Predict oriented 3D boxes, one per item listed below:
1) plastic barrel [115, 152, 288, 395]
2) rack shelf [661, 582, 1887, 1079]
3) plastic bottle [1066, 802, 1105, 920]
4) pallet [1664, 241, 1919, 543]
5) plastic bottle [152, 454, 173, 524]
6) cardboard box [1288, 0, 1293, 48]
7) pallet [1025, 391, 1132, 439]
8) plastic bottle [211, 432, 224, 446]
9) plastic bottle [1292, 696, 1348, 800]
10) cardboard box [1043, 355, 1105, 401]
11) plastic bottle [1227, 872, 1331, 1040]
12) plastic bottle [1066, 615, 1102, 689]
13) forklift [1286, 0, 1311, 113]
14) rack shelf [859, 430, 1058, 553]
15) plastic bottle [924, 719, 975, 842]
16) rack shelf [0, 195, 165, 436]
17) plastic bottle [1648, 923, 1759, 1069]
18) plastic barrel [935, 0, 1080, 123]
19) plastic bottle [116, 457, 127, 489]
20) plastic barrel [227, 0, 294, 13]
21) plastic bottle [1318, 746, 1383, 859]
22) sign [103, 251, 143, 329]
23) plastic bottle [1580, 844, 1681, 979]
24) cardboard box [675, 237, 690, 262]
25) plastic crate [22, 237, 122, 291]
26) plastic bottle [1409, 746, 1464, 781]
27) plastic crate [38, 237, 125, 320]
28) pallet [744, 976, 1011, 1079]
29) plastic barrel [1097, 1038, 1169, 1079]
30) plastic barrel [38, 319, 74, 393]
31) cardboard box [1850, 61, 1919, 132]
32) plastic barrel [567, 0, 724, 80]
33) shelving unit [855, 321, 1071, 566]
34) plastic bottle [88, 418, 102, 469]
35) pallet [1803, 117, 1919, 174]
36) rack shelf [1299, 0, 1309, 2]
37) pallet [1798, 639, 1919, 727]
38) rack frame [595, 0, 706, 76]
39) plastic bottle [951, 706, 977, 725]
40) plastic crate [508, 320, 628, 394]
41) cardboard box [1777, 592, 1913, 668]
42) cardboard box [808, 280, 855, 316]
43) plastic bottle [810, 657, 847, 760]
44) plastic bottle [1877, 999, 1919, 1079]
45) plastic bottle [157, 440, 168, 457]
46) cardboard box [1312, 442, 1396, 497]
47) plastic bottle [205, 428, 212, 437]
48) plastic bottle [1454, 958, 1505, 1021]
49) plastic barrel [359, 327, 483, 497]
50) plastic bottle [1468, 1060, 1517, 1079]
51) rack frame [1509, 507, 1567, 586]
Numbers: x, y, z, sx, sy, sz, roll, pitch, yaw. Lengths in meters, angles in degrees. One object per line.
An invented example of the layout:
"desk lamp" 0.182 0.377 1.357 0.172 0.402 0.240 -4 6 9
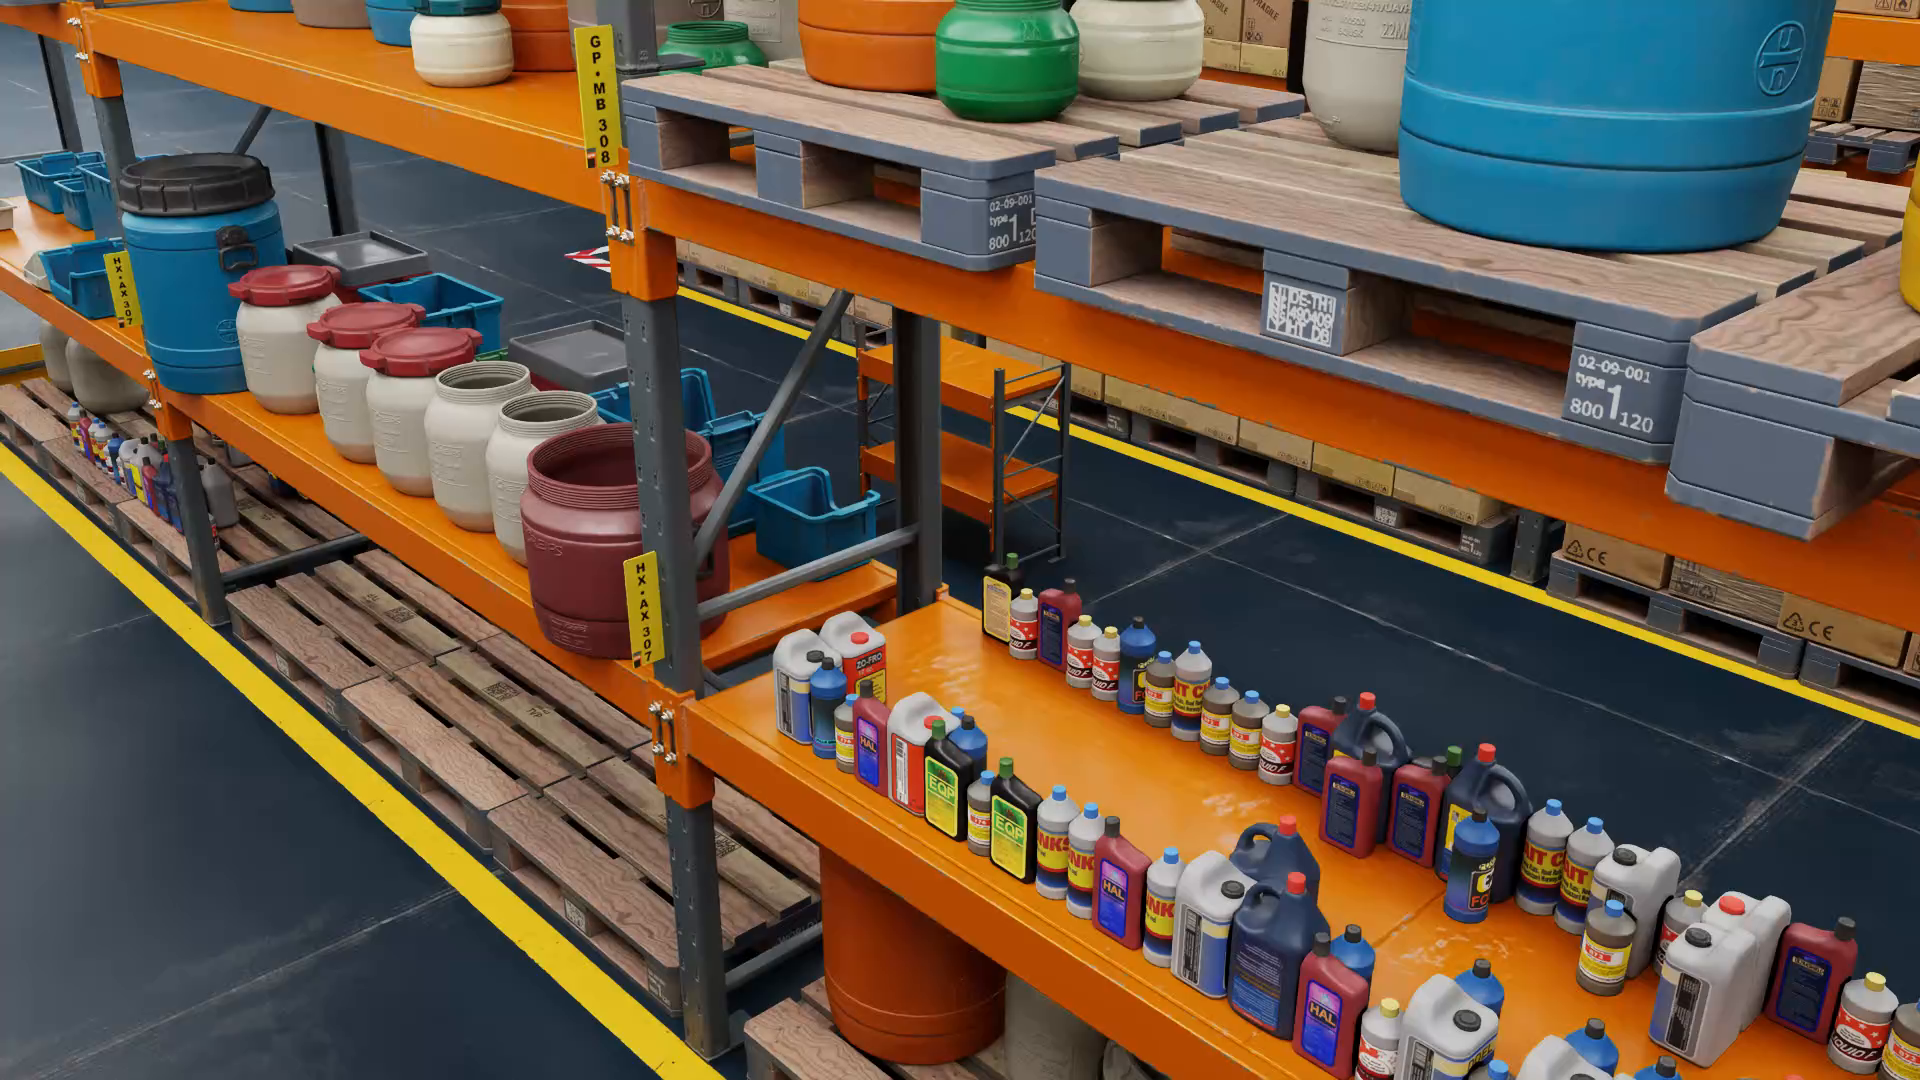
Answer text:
"plastic barrel" -3.152 -1.129 7.008 0.600 0.901 0.708 -21 32 -38
"rack shelf" 0.906 1.041 3.721 1.077 0.370 4.000 -21 32 -38
"plastic bottle" 0.290 0.712 3.731 0.097 0.271 0.097 0 25 0
"pallet" 1.666 -0.169 2.120 1.213 0.211 1.003 -21 32 -38
"plastic bottle" -3.976 -0.271 8.391 0.185 0.351 0.144 22 32 39
"cardboard box" 3.143 -4.402 14.038 0.500 0.500 0.500 -21 32 -39
"pallet" 0.956 -1.028 10.748 1.003 0.211 1.213 -21 32 -38
"plastic bottle" -4.184 -0.644 9.389 0.097 0.201 0.097 0 25 0
"plastic bottle" 0.909 0.508 4.162 0.061 0.283 0.133 -21 32 -38
"cardboard box" 0.867 -1.101 10.356 0.500 0.250 0.500 -20 31 -37
"plastic bottle" 0.653 0.822 3.393 0.144 0.351 0.185 -21 32 -38
"plastic bottle" 0.351 0.309 4.697 0.097 0.201 0.097 0 25 0
"forklift" 3.049 -2.845 11.455 1.130 2.935 3.031 -23 33 -40
"rack shelf" 0.005 -0.287 8.614 0.538 0.278 1.000 -21 32 -38
"plastic bottle" -0.026 0.577 4.012 0.061 0.283 0.133 -21 32 -38
"rack shelf" -4.561 -1.383 9.034 1.077 0.370 4.000 -21 32 -38
"plastic bottle" 1.491 0.890 3.334 0.152 0.276 0.135 -21 32 -38
"plastic barrel" 0.096 -0.991 3.376 0.294 0.245 0.294 0 25 0
"plastic bottle" -4.406 -0.379 8.809 0.097 0.201 0.097 0 25 0
"plastic barrel" -2.688 -2.605 6.627 0.600 0.901 0.708 -21 32 -38
"plastic bottle" 0.930 0.605 3.950 0.061 0.283 0.133 -21 32 -38
"sign" -3.604 -1.078 7.165 0.100 0.325 0.005 -21 32 -38
"plastic bottle" 1.444 0.777 3.583 0.152 0.276 0.135 -21 32 -38
"cardboard box" -2.106 -2.435 13.280 0.500 0.250 0.500 -21 32 -38
"plastic crate" -4.489 -1.405 8.532 0.530 0.136 0.437 -21 32 -38
"plastic bottle" 1.126 0.605 3.951 0.061 0.283 0.133 -21 32 -38
"plastic crate" -4.149 -1.295 8.154 0.499 0.251 0.616 -21 32 -38
"pallet" 0.109 1.603 4.981 1.003 0.211 1.213 -21 32 -38
"plastic barrel" 0.658 1.499 4.249 0.600 0.588 0.708 -21 32 -38
"plastic barrel" -5.423 -1.198 10.253 0.421 0.512 0.421 0 25 0
"cardboard box" 6.443 -3.088 11.255 0.500 0.500 0.700 19 31 36
"plastic barrel" -0.863 -1.796 4.854 0.600 0.901 0.600 0 25 0
"shelving unit" 0.005 -0.510 8.512 0.538 1.125 1.048 -21 32 -38
"plastic bottle" -4.682 -0.534 9.063 0.097 0.271 0.097 0 25 0
"pallet" 6.206 -2.801 11.508 1.213 0.211 1.003 -21 32 -38
"rack shelf" 1.791 -2.940 8.833 1.077 0.370 4.000 -21 32 -38
"pallet" 4.470 0.579 7.228 1.003 0.211 1.213 -21 32 -38
"rack frame" -0.461 -2.622 3.655 1.000 3.000 0.127 -21 32 -38
"plastic bottle" -0.006 0.520 4.236 0.097 0.201 0.097 0 25 0
"plastic crate" -1.342 -0.498 6.151 0.402 0.464 0.583 -21 32 -38
"cardboard box" 3.961 0.170 7.245 0.500 0.500 0.500 -22 32 -39
"cardboard box" -0.740 -1.829 11.951 0.500 0.250 0.500 -21 32 -38
"plastic bottle" -0.341 0.432 4.345 0.097 0.271 0.097 0 25 0
"plastic bottle" 1.859 0.978 3.231 0.097 0.201 0.097 0 25 0
"plastic bottle" -4.140 -0.375 8.701 0.061 0.283 0.133 -21 32 -38
"cardboard box" 2.265 -0.482 8.999 0.500 0.250 0.500 -22 32 -39
"plastic bottle" -4.278 -0.734 9.488 0.061 0.283 0.133 -21 32 -38
"plastic bottle" 1.002 0.935 3.242 0.097 0.271 0.097 0 25 0
"plastic barrel" -1.903 -0.461 5.982 0.433 0.535 0.433 0 25 0
"plastic bottle" 0.982 1.050 3.073 0.097 0.201 0.097 0 25 0
"rack frame" 3.158 -1.297 7.978 1.000 3.000 0.127 -21 32 -38
